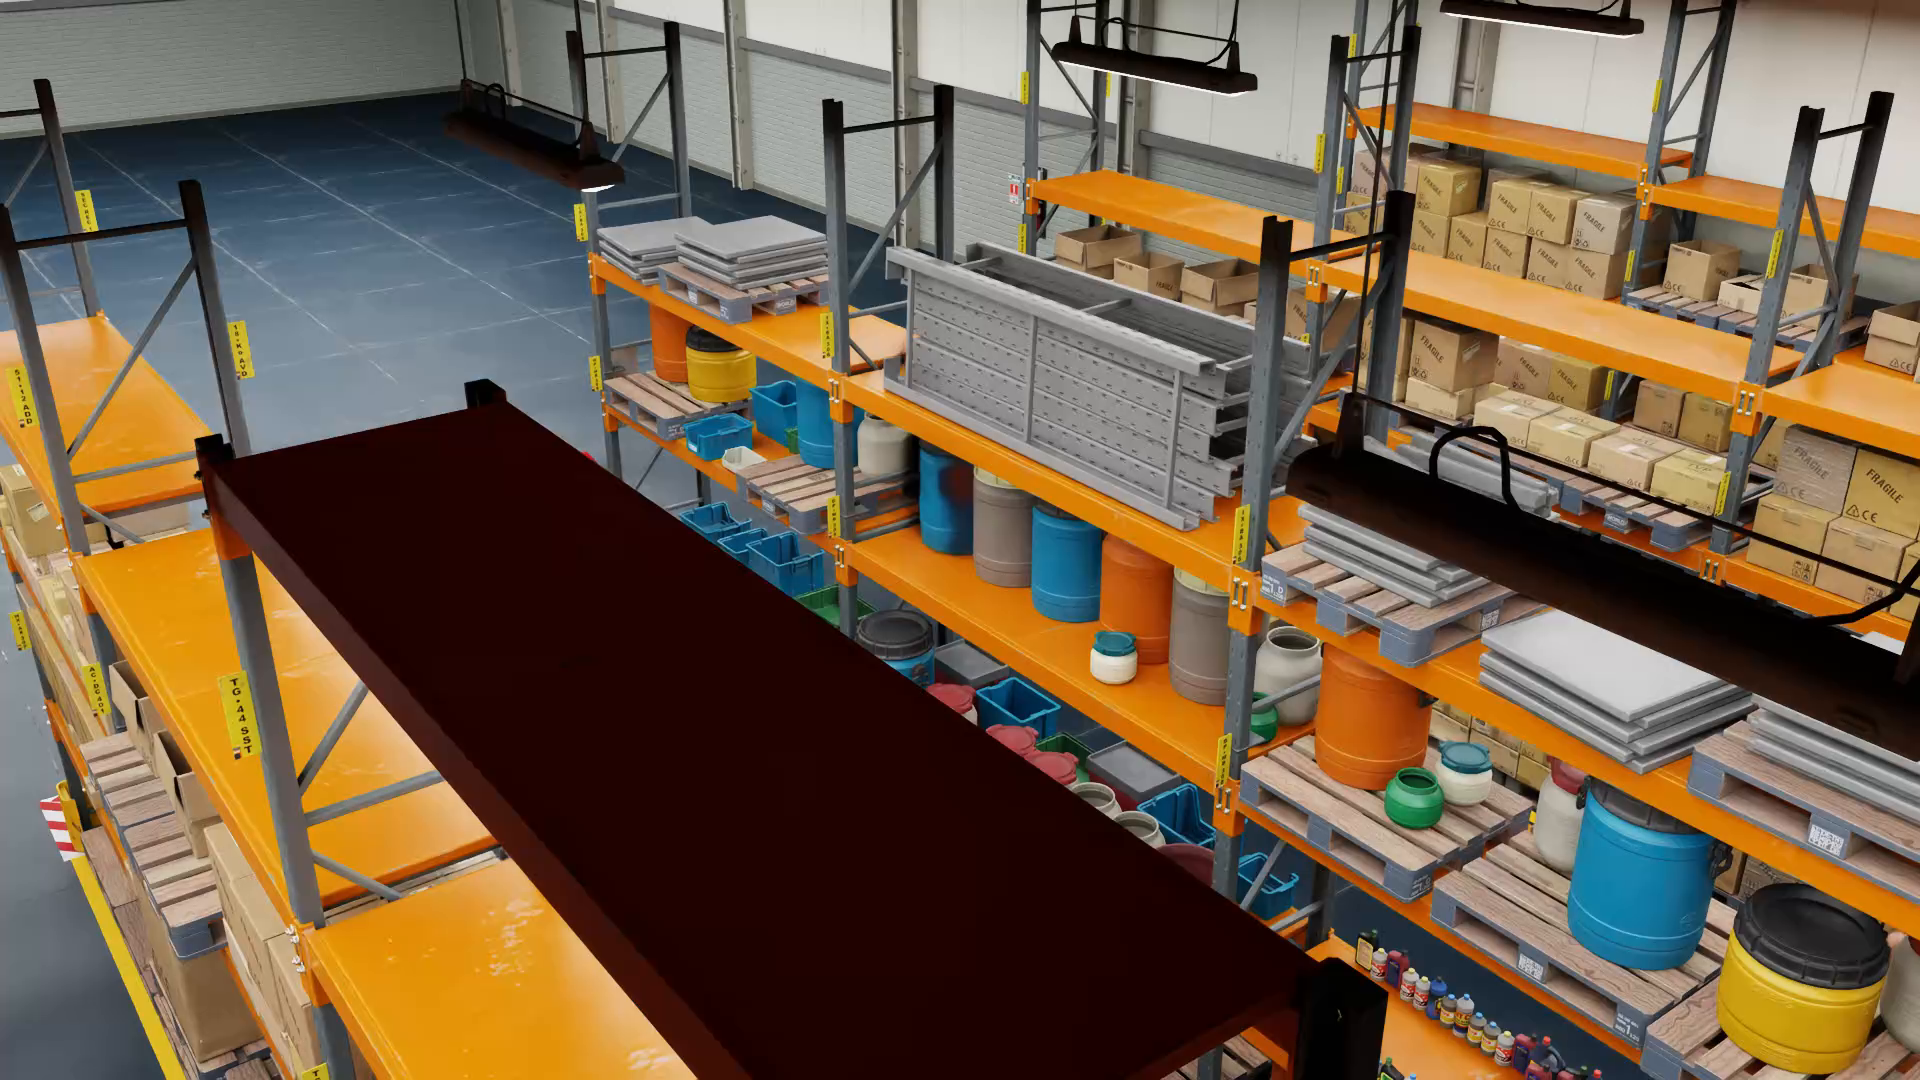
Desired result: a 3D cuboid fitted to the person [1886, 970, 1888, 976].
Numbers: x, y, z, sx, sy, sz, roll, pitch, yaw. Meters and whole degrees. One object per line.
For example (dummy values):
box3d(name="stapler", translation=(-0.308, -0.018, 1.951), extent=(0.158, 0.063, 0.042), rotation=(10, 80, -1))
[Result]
box3d(name="person", translation=(5.639, 3.202, 10.276), extent=(0.536, 1.475, 0.841), rotation=(-19, 31, -36))

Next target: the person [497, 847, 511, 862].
box3d(name="person", translation=(-3.387, 1.996, 12.434), extent=(0.482, 1.716, 0.451), rotation=(6, 25, 12))
